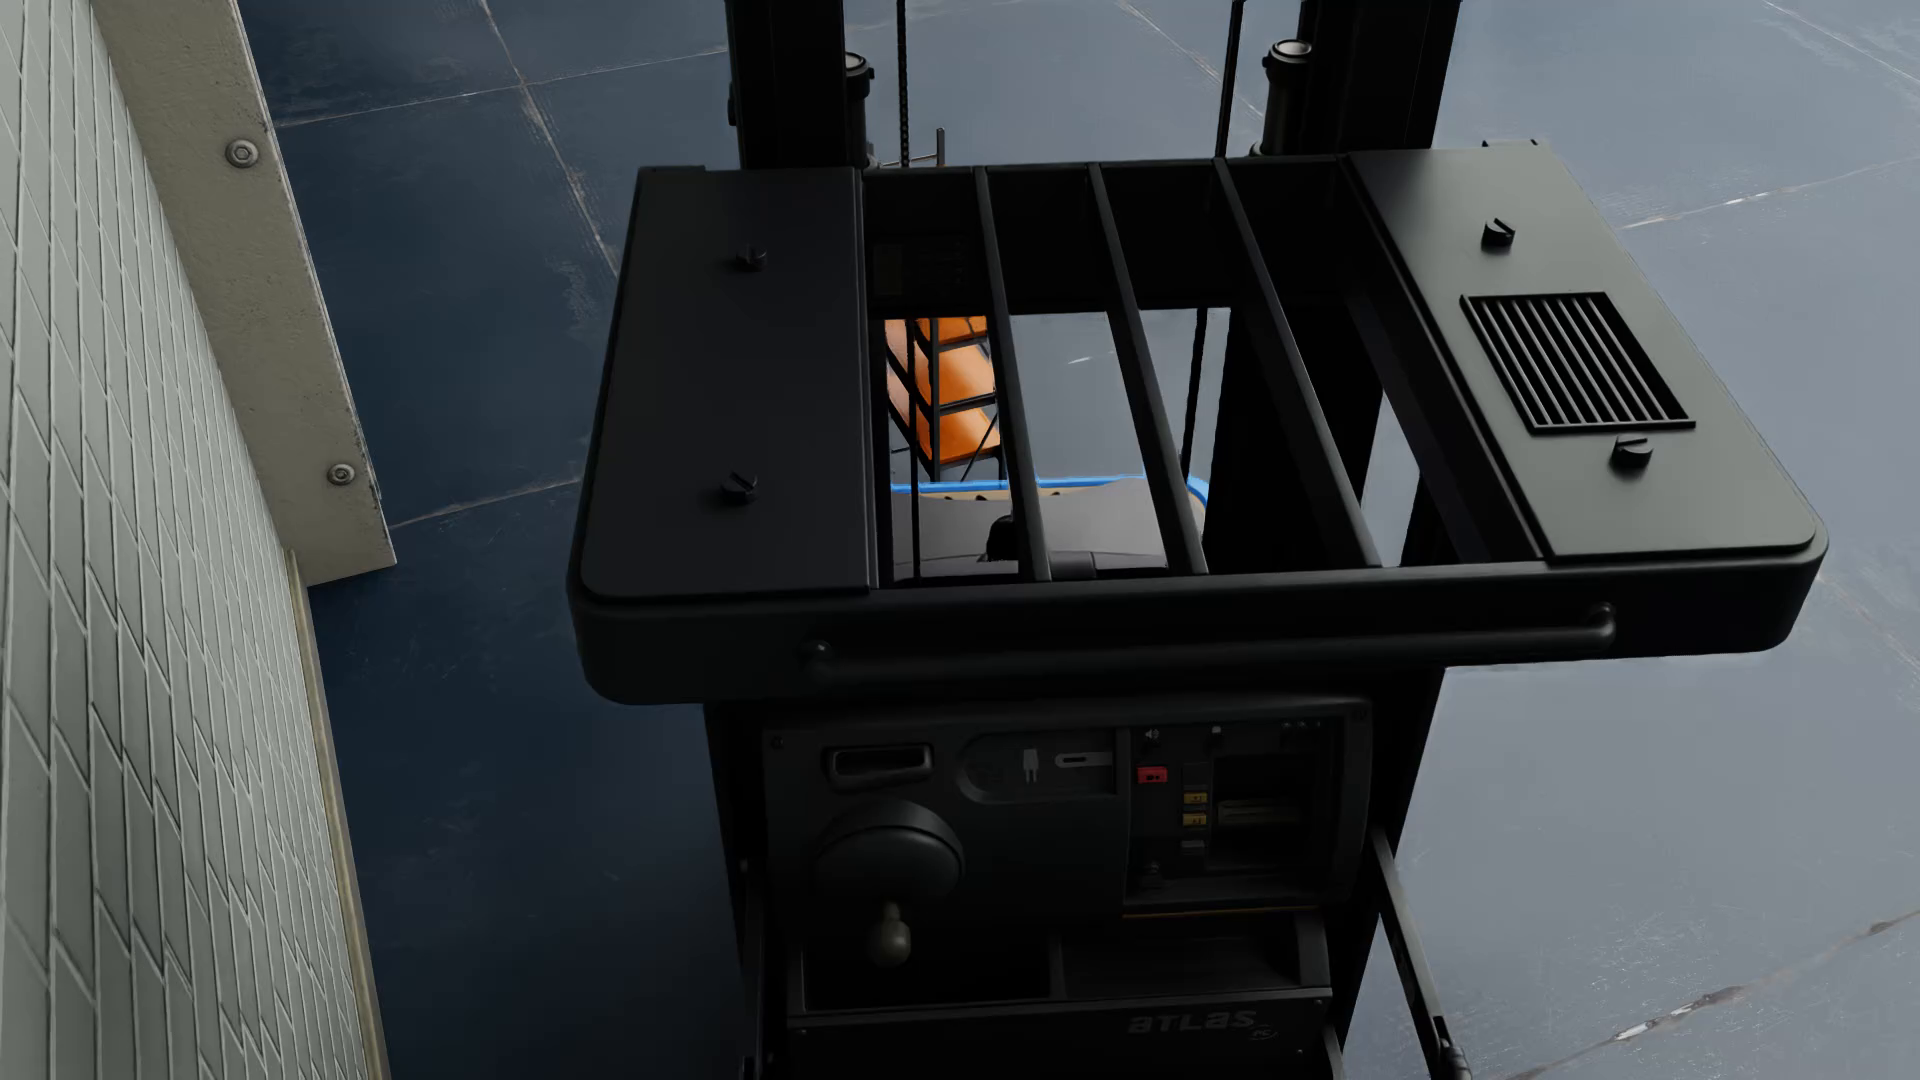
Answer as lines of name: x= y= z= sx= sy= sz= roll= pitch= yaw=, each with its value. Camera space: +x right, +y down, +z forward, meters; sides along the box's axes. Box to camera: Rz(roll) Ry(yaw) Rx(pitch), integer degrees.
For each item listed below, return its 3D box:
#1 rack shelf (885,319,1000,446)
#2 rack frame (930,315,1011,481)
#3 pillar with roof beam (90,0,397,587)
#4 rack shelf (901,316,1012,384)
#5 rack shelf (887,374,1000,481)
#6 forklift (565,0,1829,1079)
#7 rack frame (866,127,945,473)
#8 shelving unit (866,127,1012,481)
rack shelf: x=-0.063 y=-0.504 z=5.019 sx=0.258 sy=0.148 sz=0.480 roll=-15 pitch=43 yaw=-17
rack frame: x=0.030 y=-0.408 z=4.804 sx=0.240 sy=1.200 sz=0.015 roll=-15 pitch=43 yaw=-17
pillar with roof beam: x=2.011 y=-4.492 z=3.572 sx=9.100 sy=9.000 sz=0.400 roll=-15 pitch=43 yaw=-17
rack shelf: x=-0.063 y=-0.673 z=4.873 sx=0.258 sy=0.148 sz=0.480 roll=-15 pitch=43 yaw=-17
rack shelf: x=-0.063 y=-0.353 z=5.148 sx=0.258 sy=0.148 sz=0.480 roll=-15 pitch=43 yaw=-17
forklift: x=0.185 y=0.518 z=2.399 sx=1.130 sy=2.935 sz=3.031 roll=-2 pitch=41 yaw=-3
rack frame: x=-0.157 y=-0.702 z=5.146 sx=0.240 sy=1.200 sz=0.015 roll=-15 pitch=43 yaw=-17
shelving unit: x=-0.063 y=-0.555 z=4.975 sx=0.258 sy=1.200 sz=0.503 roll=-15 pitch=43 yaw=-17
